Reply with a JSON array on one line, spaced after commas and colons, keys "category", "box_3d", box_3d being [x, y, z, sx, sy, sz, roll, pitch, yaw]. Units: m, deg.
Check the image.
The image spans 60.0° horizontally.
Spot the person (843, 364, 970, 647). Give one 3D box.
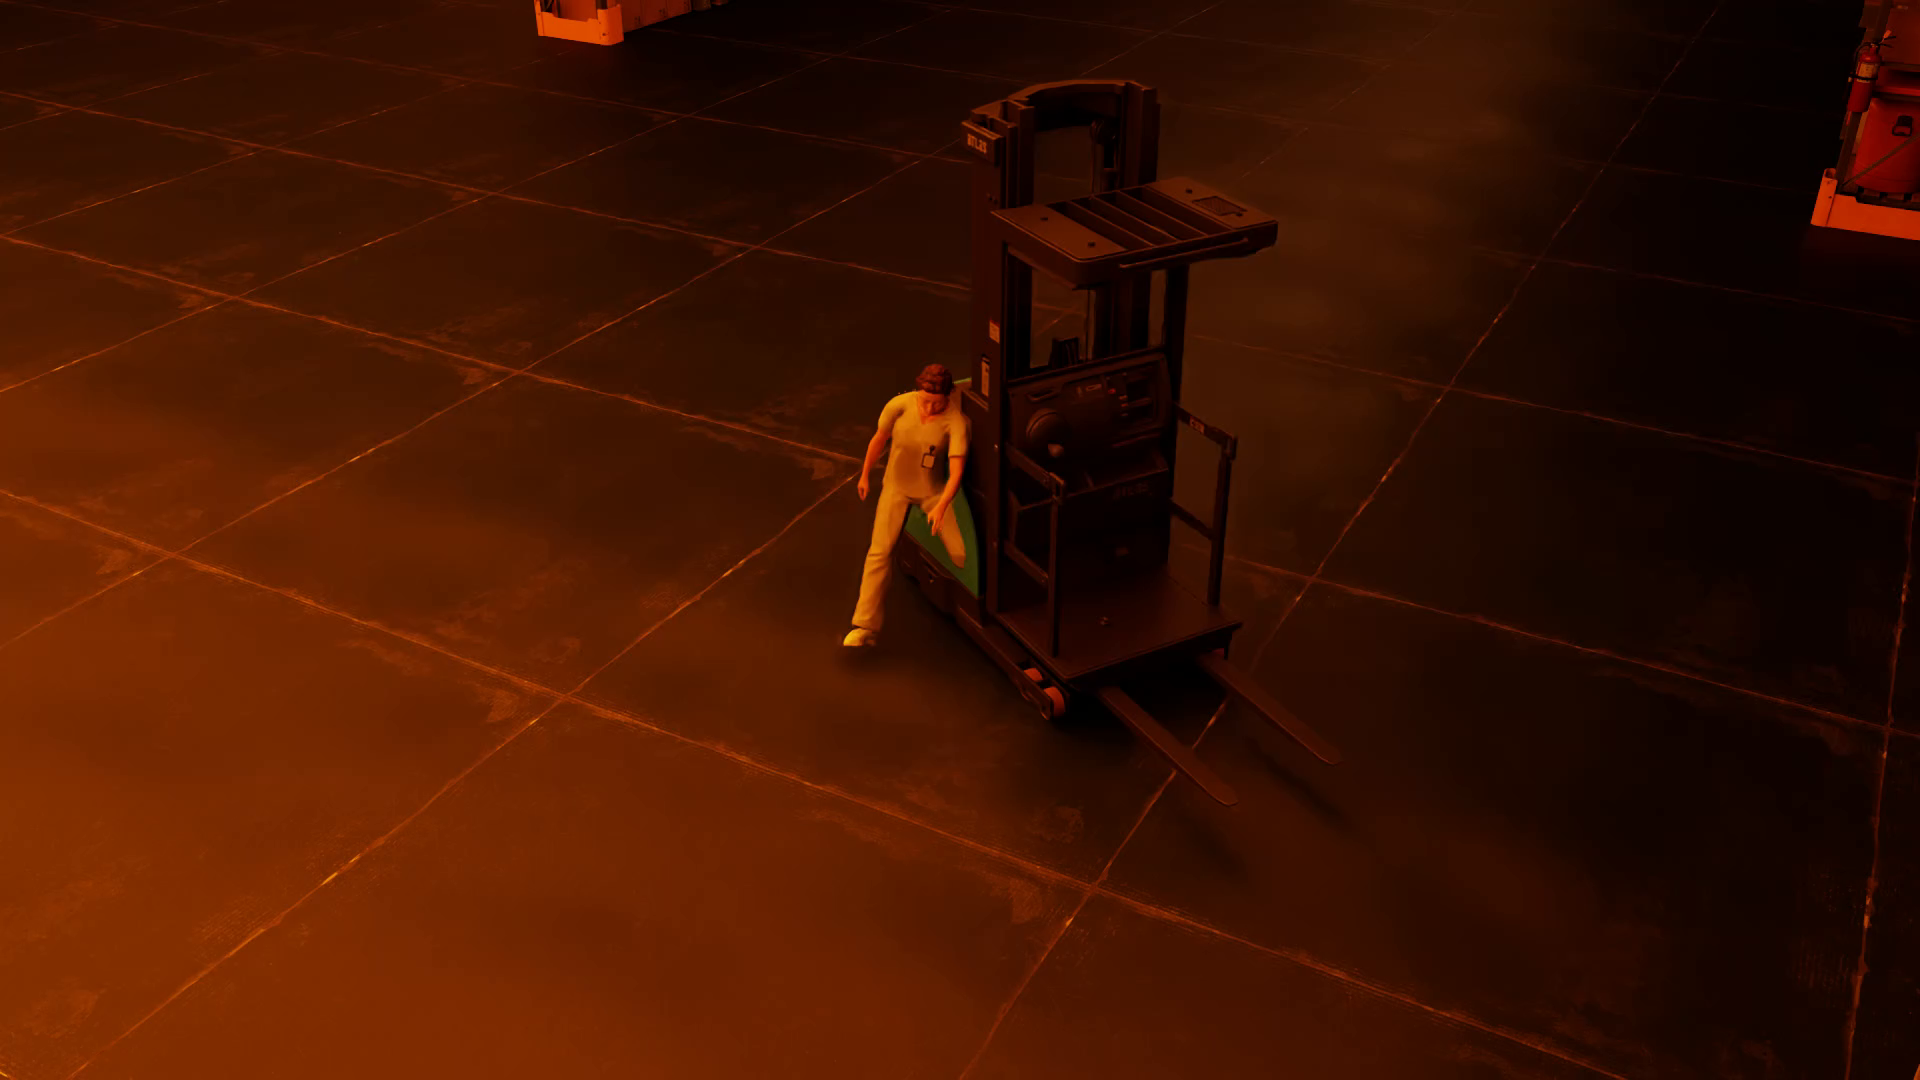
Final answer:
[{"category": "person", "box_3d": [-0.185, -0.181, 8.715, 0.829, 1.504, 0.966, 6, 31, 11]}]

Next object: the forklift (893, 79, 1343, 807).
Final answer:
[{"category": "forklift", "box_3d": [0.761, -0.620, 8.145, 1.130, 2.935, 3.031, -16, 33, -25]}]
